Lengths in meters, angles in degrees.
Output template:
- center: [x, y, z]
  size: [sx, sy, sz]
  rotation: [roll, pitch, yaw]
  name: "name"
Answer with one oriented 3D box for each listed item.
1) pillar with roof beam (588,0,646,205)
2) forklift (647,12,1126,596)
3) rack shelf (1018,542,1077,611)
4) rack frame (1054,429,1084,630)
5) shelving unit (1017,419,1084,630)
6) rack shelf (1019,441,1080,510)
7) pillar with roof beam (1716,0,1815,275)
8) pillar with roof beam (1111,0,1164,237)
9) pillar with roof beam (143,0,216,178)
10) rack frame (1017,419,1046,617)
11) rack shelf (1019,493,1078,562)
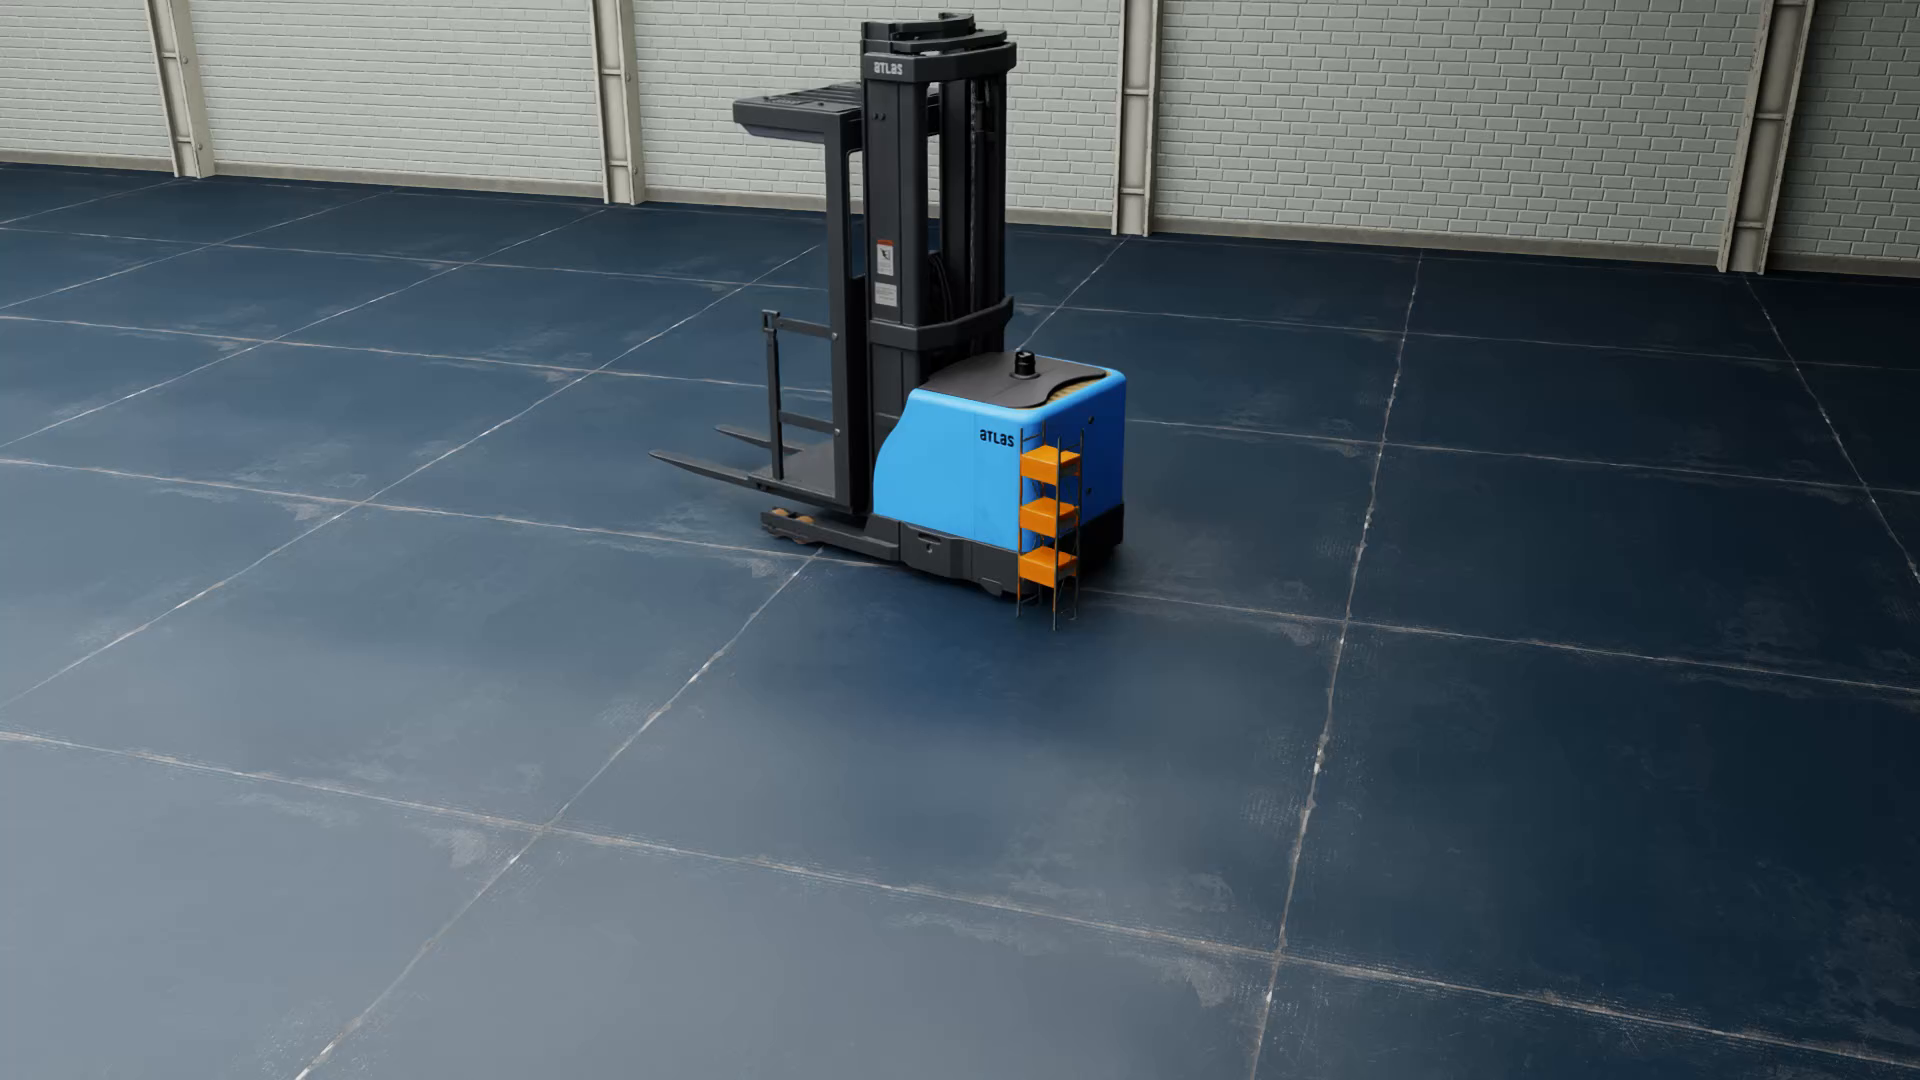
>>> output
- center: [-5.143, -6.544, 13.866]
  size: [0.400, 9.000, 9.100]
  rotation: [7, 23, 16]
  name: "pillar with roof beam"
- center: [-0.558, -1.476, 9.506]
  size: [3.031, 2.935, 1.130]
  rotation: [15, 27, 32]
  name: "forklift"
- center: [0.463, 0.191, 8.682]
  size: [0.240, 0.259, 0.215]
  rotation: [18, 29, 38]
  name: "rack shelf"
- center: [0.554, -0.046, 8.498]
  size: [0.008, 1.050, 0.200]
  rotation: [18, 29, 38]
  name: "rack frame"
- center: [0.463, -0.076, 8.573]
  size: [0.252, 1.050, 0.215]
  rotation: [18, 29, 38]
  name: "shelving unit"
- center: [0.463, -0.329, 8.469]
  size: [0.240, 0.259, 0.215]
  rotation: [18, 29, 38]
  name: "rack shelf"
- center: [6.346, -5.228, 10.659]
  size: [0.400, 9.000, 9.100]
  rotation: [7, 23, 16]
  name: "pillar with roof beam"
- center: [0.601, -5.886, 12.262]
  size: [0.400, 9.000, 9.100]
  rotation: [7, 23, 16]
  name: "pillar with roof beam"
- center: [-10.887, -7.202, 15.469]
  size: [0.400, 9.000, 9.100]
  rotation: [7, 23, 16]
  name: "pillar with roof beam"
- center: [0.371, -0.107, 8.647]
  size: [0.008, 1.050, 0.200]
  rotation: [18, 29, 38]
  name: "rack frame"
- center: [0.463, -0.066, 8.577]
  size: [0.240, 0.259, 0.215]
  rotation: [18, 29, 38]
  name: "rack shelf"
